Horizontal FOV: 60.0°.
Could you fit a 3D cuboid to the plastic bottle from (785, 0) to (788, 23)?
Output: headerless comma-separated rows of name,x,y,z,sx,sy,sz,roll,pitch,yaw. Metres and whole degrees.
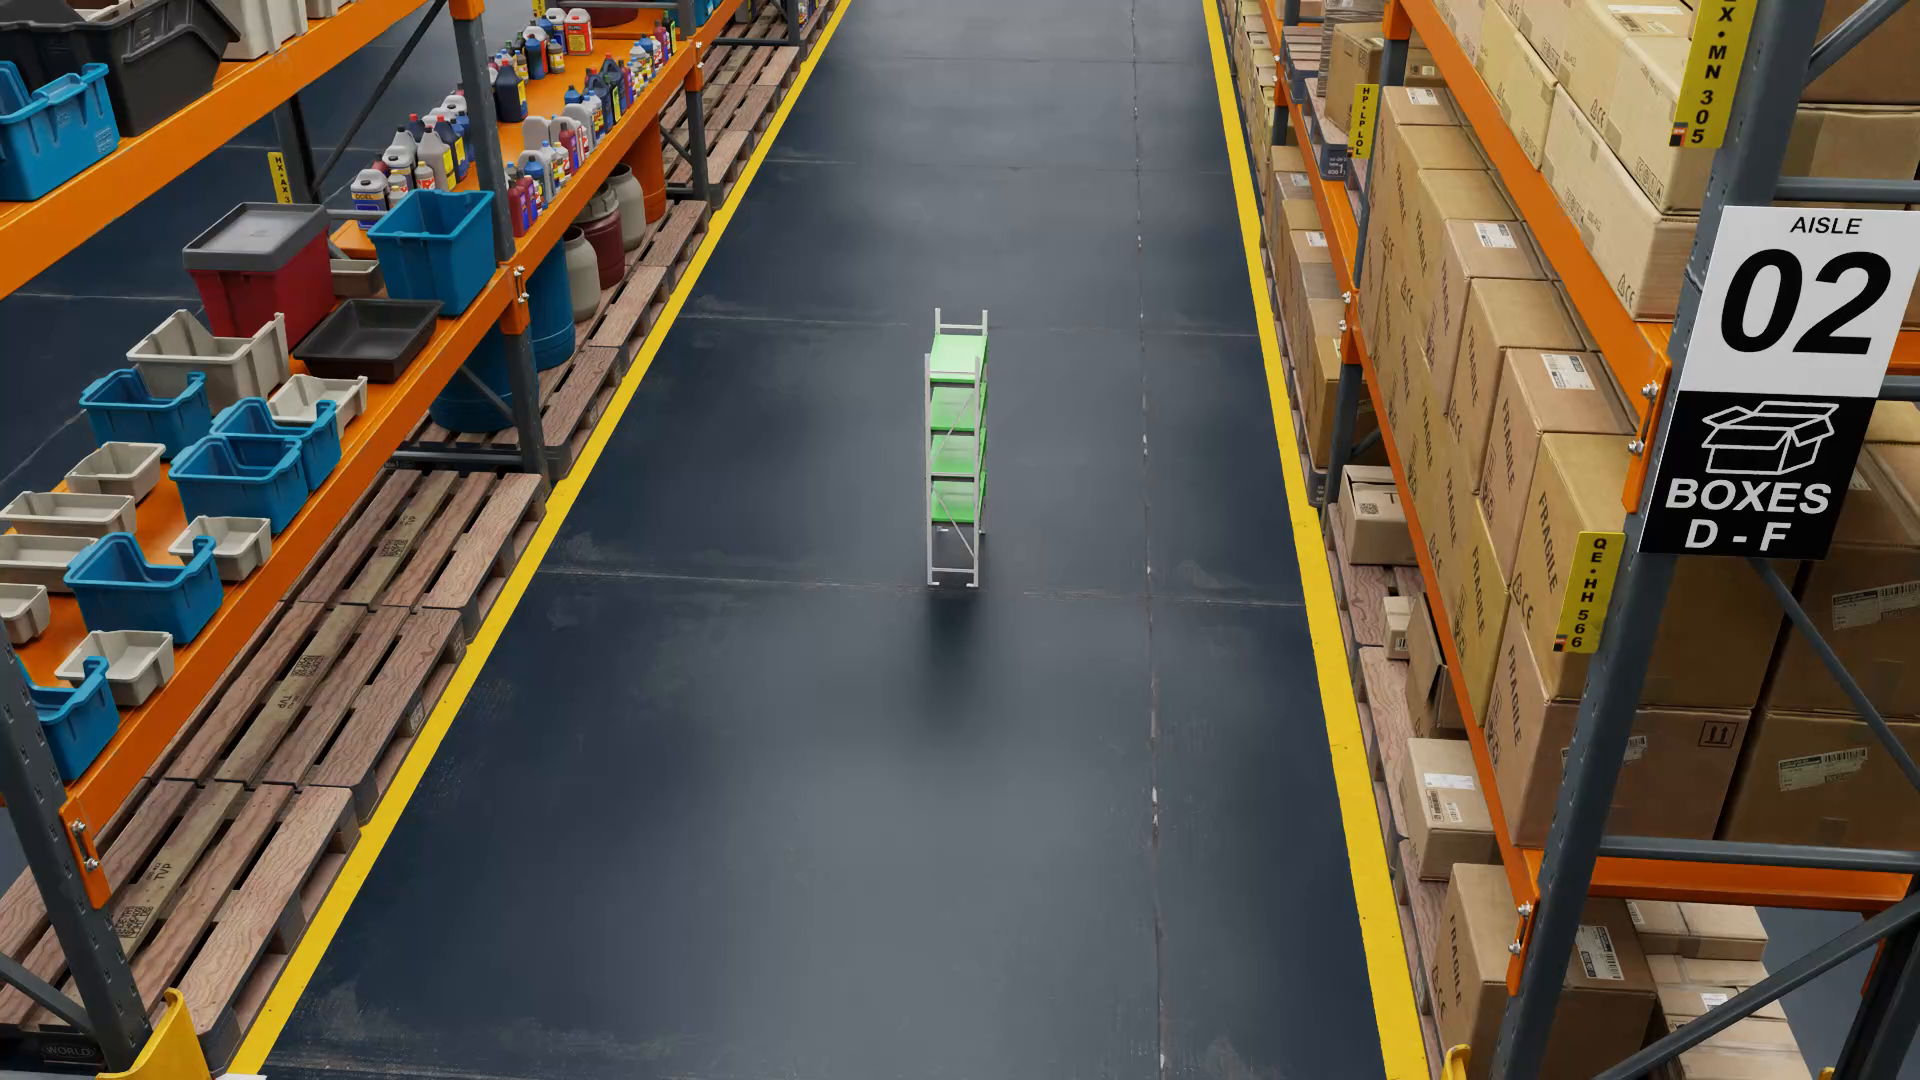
plastic bottle,-1.622,-5.058,15.767,0.061,0.283,0.133,2,32,4

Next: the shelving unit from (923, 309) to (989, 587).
shelving unit,-0.013,-0.424,7.795,0.258,1.200,0.503,2,32,4

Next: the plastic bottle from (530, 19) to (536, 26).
plastic bottle,-2.733,-3.181,10.663,0.061,0.283,0.133,2,32,4

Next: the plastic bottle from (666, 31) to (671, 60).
plastic bottle,-1.938,-3.239,10.836,0.097,0.201,0.097,0,32,0

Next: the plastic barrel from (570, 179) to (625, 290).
plastic barrel,-2.418,-1.918,10.401,0.600,0.588,0.708,2,32,4

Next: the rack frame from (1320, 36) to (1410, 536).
rack frame,2.308,-1.308,7.513,1.000,3.000,0.127,2,32,4

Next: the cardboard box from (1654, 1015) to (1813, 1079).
cardboard box,2.359,1.606,5.083,0.380,0.149,0.250,2,32,4

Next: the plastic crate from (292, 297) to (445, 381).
plastic crate,-2.452,-0.833,6.947,0.437,0.125,0.590,2,32,4

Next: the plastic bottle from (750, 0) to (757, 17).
plastic bottle,-2.047,-5.188,15.987,0.152,0.276,0.135,2,32,4

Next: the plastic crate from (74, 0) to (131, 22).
plastic crate,-3.033,-1.685,5.518,0.437,0.136,0.530,2,32,4

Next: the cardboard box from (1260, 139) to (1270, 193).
cardboard box,2.433,-2.693,11.981,0.500,0.250,0.500,3,32,5

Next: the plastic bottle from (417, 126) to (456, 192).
plastic bottle,-2.736,-1.989,8.665,0.144,0.351,0.185,2,32,4

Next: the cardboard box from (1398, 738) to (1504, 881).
cardboard box,1.888,0.977,6.007,0.500,0.250,0.500,2,32,4

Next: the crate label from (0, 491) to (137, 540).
crate label,-3.032,-0.075,5.706,0.396,0.136,0.243,2,32,4

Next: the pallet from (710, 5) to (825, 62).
pallet,-1.881,-4.867,15.946,1.003,0.211,1.213,2,32,4

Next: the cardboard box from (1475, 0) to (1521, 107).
cardboard box,1.897,-1.493,5.097,0.500,0.250,0.500,2,32,4

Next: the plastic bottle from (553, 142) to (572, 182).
plastic bottle,-2.129,-2.015,8.850,0.097,0.201,0.097,0,32,0

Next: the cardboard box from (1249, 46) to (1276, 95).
cardboard box,2.553,-3.728,13.127,0.500,0.311,0.500,3,32,5

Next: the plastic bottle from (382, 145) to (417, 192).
plastic bottle,-2.889,-1.879,8.558,0.152,0.276,0.135,2,32,4

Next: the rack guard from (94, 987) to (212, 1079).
rack guard,-2.943,1.648,5.100,1.175,0.500,0.348,2,32,4

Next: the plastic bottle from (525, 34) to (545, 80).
plastic bottle,-2.674,-3.041,10.449,0.097,0.271,0.097,0,32,0

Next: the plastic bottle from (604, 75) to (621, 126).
plastic bottle,-2.030,-2.569,9.671,0.061,0.283,0.133,2,32,4

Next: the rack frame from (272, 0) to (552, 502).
rack frame,-2.629,-1.521,7.859,1.000,3.000,0.127,2,32,4

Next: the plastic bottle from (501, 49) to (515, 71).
plastic bottle,-2.764,-2.854,10.144,0.097,0.271,0.097,0,32,0

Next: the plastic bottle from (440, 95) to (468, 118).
plastic bottle,-2.818,-2.335,9.297,0.152,0.276,0.135,2,32,4

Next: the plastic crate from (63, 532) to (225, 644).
plastic crate,-2.553,0.157,5.239,0.416,0.233,0.300,2,32,4

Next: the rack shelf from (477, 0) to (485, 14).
rack shelf,-2.466,-3.538,8.958,1.077,0.370,4.000,2,32,4

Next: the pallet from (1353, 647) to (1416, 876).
pallet,2.154,0.878,6.624,1.003,0.211,1.213,2,32,4

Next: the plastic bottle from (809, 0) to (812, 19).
plastic bottle,-1.498,-5.168,15.883,0.144,0.351,0.185,3,32,5

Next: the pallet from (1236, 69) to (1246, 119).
pallet,2.938,-3.917,14.404,1.003,0.211,1.213,2,32,4

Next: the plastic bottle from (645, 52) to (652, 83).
plastic bottle,-1.981,-2.965,10.392,0.097,0.201,0.097,0,32,0

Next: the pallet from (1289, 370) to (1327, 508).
pallet,2.336,-0.547,8.937,1.003,0.211,1.213,2,32,4

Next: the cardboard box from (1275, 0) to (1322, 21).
cardboard box,2.431,-3.774,11.755,0.380,0.149,0.250,2,32,4

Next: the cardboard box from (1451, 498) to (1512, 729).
cardboard box,1.786,0.224,4.932,0.500,0.500,0.500,3,32,4

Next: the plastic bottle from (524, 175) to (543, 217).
plastic bottle,-2.172,-1.741,8.405,0.097,0.201,0.097,0,32,0

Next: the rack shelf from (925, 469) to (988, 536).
rack shelf,-0.013,-0.166,7.954,0.258,0.148,0.480,2,32,4

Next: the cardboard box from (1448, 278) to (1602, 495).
cardboard box,1.822,-0.464,5.096,0.500,0.500,0.500,3,32,5

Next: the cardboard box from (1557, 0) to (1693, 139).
cardboard box,1.810,-1.183,4.118,0.500,0.250,0.500,2,32,4

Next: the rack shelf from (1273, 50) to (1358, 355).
rack shelf,2.471,-2.047,9.398,1.077,0.370,4.000,2,32,4

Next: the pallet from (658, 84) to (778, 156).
pallet,-2.099,-3.465,13.672,1.003,0.211,1.213,2,32,4

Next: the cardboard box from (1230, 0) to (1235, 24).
cardboard box,2.830,-5.012,15.744,0.500,0.250,0.500,2,32,4

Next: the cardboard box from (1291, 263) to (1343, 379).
cardboard box,2.152,-1.221,9.336,0.500,0.500,0.500,3,32,5

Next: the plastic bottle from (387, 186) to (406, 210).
plastic bottle,-2.793,-1.661,8.275,0.097,0.201,0.097,0,32,0

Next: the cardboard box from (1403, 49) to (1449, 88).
cardboard box,2.562,-2.129,8.351,0.700,0.500,0.500,7,32,12

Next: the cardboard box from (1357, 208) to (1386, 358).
cardboard box,1.995,-1.095,7.073,0.500,0.500,0.500,3,32,5

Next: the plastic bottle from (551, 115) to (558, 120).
plastic bottle,-2.243,-2.263,9.253,0.097,0.201,0.097,0,32,0

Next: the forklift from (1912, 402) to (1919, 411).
forklift,5.269,-1.121,7.276,3.031,2.935,1.130,-22,38,-31

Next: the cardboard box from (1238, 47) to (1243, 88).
cardboard box,2.637,-4.031,14.153,0.500,0.250,0.500,3,32,5

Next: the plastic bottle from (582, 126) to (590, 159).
plastic bottle,-2.099,-2.206,9.160,0.097,0.201,0.097,0,32,0

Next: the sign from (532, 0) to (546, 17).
sign,-2.852,-3.702,11.242,0.100,0.325,0.005,2,32,4
